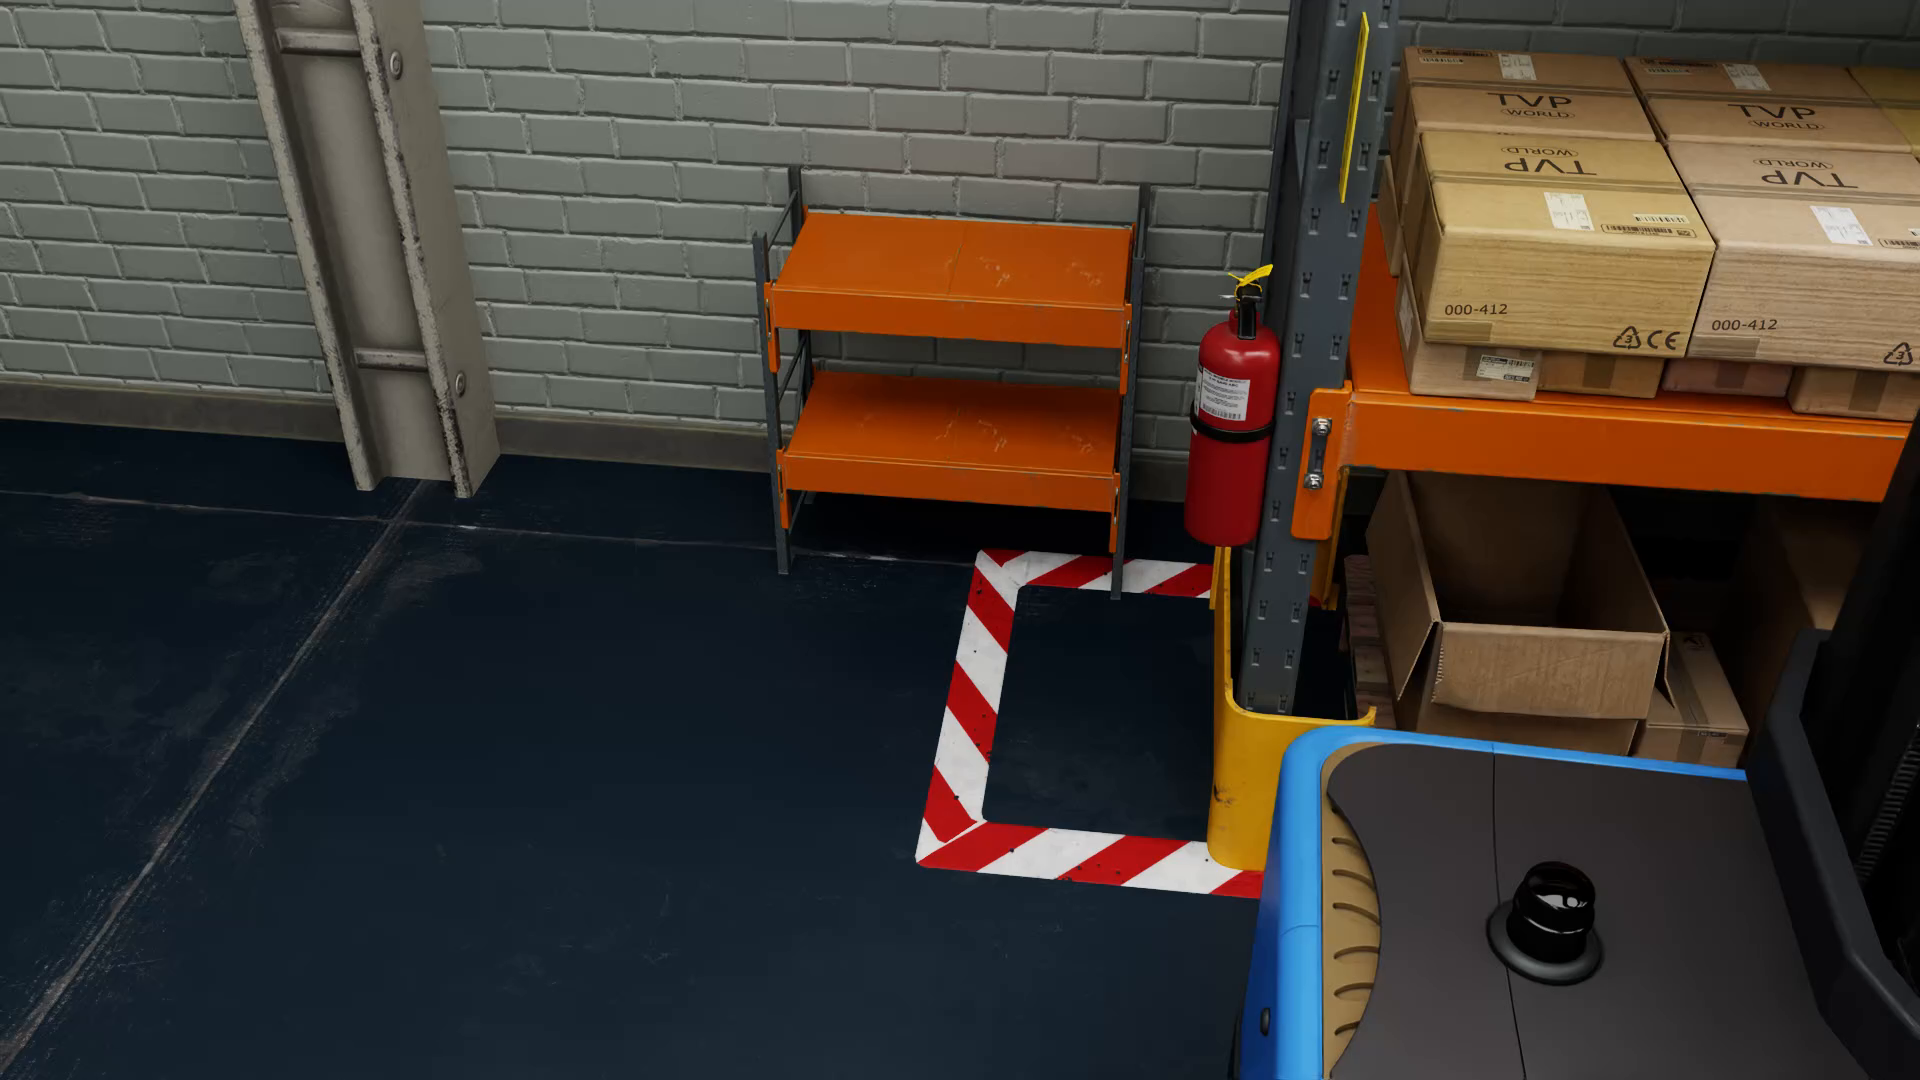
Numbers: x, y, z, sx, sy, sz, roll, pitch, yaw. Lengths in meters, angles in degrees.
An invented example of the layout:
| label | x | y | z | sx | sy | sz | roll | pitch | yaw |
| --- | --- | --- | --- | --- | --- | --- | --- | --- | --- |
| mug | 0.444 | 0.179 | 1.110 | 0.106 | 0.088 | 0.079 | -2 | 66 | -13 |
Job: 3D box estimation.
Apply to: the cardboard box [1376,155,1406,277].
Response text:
| label | x | y | z | sx | sy | sz | roll | pitch | yaw |
| --- | --- | --- | --- | --- | --- | --- | --- | --- | --- |
| cardboard box | 1.145 | -0.770 | 3.964 | 0.250 | 0.149 | 0.380 | 4 | 36 | 5 |

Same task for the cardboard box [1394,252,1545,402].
| label | x | y | z | sx | sy | sz | roll | pitch | yaw |
| --- | --- | --- | --- | --- | --- | --- | --- | --- | --- |
| cardboard box | 1.073 | -0.458 | 3.526 | 0.250 | 0.149 | 0.380 | 4 | 36 | 6 |

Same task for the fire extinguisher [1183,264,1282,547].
| label | x | y | z | sx | sy | sz | roll | pitch | yaw |
| --- | --- | --- | --- | --- | --- | --- | --- | --- | --- |
| fire extinguisher | 0.578 | -0.304 | 3.481 | 0.183 | 0.674 | 0.296 | 4 | 36 | 6 |

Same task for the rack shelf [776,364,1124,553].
| label | x | y | z | sx | sy | sz | roll | pitch | yaw |
| --- | --- | --- | --- | --- | --- | --- | --- | --- | --- |
| rack shelf | -0.006 | -0.259 | 5.065 | 1.000 | 0.278 | 0.538 | 4 | 36 | 6 |

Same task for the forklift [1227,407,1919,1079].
| label | x | y | z | sx | sy | sz | roll | pitch | yaw |
| --- | --- | --- | --- | --- | --- | --- | --- | --- | --- |
| forklift | 1.979 | 0.419 | 2.139 | 3.031 | 2.935 | 1.130 | 6 | 36 | 8 |

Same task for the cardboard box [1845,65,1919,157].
| label | x | y | z | sx | sy | sz | roll | pitch | yaw |
| --- | --- | --- | --- | --- | --- | --- | --- | --- | --- |
| cardboard box | 2.274 | -0.843 | 3.722 | 0.500 | 0.250 | 0.500 | 5 | 36 | 7 |

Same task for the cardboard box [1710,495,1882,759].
| label | x | y | z | sx | sy | sz | roll | pitch | yaw |
| --- | --- | --- | --- | --- | --- | --- | --- | --- | --- |
| cardboard box | 2.220 | 0.290 | 4.052 | 0.500 | 0.500 | 0.700 | 6 | 36 | 8 |

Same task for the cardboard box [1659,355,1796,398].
| label | x | y | z | sx | sy | sz | roll | pitch | yaw |
| --- | --- | --- | --- | --- | --- | --- | --- | --- | --- |
| cardboard box | 1.597 | -0.466 | 3.537 | 0.250 | 0.149 | 0.380 | 4 | 36 | 5 |

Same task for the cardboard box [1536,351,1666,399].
| label | x | y | z | sx | sy | sz | roll | pitch | yaw |
| --- | --- | --- | --- | --- | --- | --- | --- | --- | --- |
| cardboard box | 1.332 | -0.466 | 3.537 | 0.250 | 0.149 | 0.380 | 5 | 36 | 7 |

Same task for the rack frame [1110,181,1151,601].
| label | x | y | z | sx | sy | sz | roll | pitch | yaw |
| --- | --- | --- | --- | --- | --- | --- | --- | --- | --- |
| rack frame | 0.498 | -0.421 | 4.871 | 0.032 | 1.125 | 0.500 | 4 | 36 | 6 |

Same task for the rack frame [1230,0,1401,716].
| label | x | y | z | sx | sy | sz | roll | pitch | yaw |
| --- | --- | --- | --- | --- | --- | --- | --- | --- | --- |
| rack frame | 0.782 | -0.743 | 3.708 | 0.127 | 3.000 | 1.000 | 4 | 36 | 6 |

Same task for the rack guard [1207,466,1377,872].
| label | x | y | z | sx | sy | sz | roll | pitch | yaw |
| --- | --- | --- | --- | --- | --- | --- | --- | --- | --- |
| rack guard | 0.858 | 0.281 | 4.427 | 0.348 | 0.500 | 1.175 | 4 | 36 | 6 |

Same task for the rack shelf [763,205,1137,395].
| label | x | y | z | sx | sy | sz | roll | pitch | yaw |
| --- | --- | --- | --- | --- | --- | --- | --- | --- | --- |
| rack shelf | -0.006 | -0.696 | 4.753 | 1.000 | 0.278 | 0.538 | 4 | 36 | 6 |

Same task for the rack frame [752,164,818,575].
| label | x | y | z | sx | sy | sz | roll | pitch | yaw |
| --- | --- | --- | --- | --- | --- | --- | --- | --- | --- |
| rack frame | -0.511 | -0.494 | 4.975 | 0.032 | 1.125 | 0.500 | 4 | 36 | 6 |

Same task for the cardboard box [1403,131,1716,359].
| label | x | y | z | sx | sy | sz | roll | pitch | yaw |
| --- | --- | --- | --- | --- | --- | --- | --- | --- | --- |
| cardboard box | 1.198 | -0.614 | 3.401 | 0.500 | 0.250 | 0.500 | 4 | 36 | 6 |

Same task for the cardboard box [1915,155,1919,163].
| label | x | y | z | sx | sy | sz | roll | pitch | yaw |
| --- | --- | --- | --- | --- | --- | --- | --- | --- | --- |
| cardboard box | 2.201 | -0.541 | 3.299 | 0.500 | 0.250 | 0.500 | 4 | 36 | 5 |

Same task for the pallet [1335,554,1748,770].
| label | x | y | z | sx | sy | sz | roll | pitch | yaw |
| --- | --- | --- | --- | --- | --- | --- | --- | --- | --- |
| pallet | 1.649 | 0.457 | 4.429 | 1.213 | 0.211 | 1.003 | 4 | 36 | 6 |

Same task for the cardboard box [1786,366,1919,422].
| label | x | y | z | sx | sy | sz | roll | pitch | yaw |
| --- | --- | --- | --- | --- | --- | --- | --- | --- | --- |
| cardboard box | 1.840 | -0.412 | 3.462 | 0.250 | 0.149 | 0.380 | 5 | 36 | 7 |

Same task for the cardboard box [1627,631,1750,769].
| label | x | y | z | sx | sy | sz | roll | pitch | yaw |
| --- | --- | --- | --- | --- | --- | --- | --- | --- | --- |
| cardboard box | 1.793 | 0.401 | 4.199 | 0.250 | 0.149 | 0.380 | 3 | 36 | 4 |

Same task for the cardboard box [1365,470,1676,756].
| label | x | y | z | sx | sy | sz | roll | pitch | yaw |
| --- | --- | --- | --- | --- | --- | --- | --- | --- | --- |
| cardboard box | 1.377 | 0.203 | 4.172 | 0.637 | 0.503 | 0.797 | 3 | 36 | 4 |

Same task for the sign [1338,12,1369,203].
| label | x | y | z | sx | sy | sz | roll | pitch | yaw |
| --- | --- | --- | --- | --- | --- | --- | --- | --- | --- |
| sign | 0.713 | -0.782 | 3.019 | 0.005 | 0.325 | 0.100 | 4 | 36 | 6 |

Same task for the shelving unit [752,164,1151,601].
| label | x | y | z | sx | sy | sz | roll | pitch | yaw |
| --- | --- | --- | --- | --- | --- | --- | --- | --- | --- |
| shelving unit | -0.006 | -0.458 | 4.923 | 1.048 | 1.125 | 0.538 | 4 | 36 | 6 |

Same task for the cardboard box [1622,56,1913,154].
| label | x | y | z | sx | sy | sz | roll | pitch | yaw |
| --- | --- | --- | --- | --- | --- | --- | --- | --- | --- |
| cardboard box | 1.784 | -0.883 | 3.778 | 0.500 | 0.250 | 0.500 | 4 | 36 | 6 |

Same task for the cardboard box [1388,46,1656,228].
| label | x | y | z | sx | sy | sz | roll | pitch | yaw |
| --- | --- | --- | --- | --- | --- | --- | --- | --- | --- |
| cardboard box | 1.272 | -0.921 | 3.832 | 0.500 | 0.250 | 0.500 | 5 | 36 | 7 |

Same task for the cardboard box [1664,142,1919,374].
| label | x | y | z | sx | sy | sz | roll | pitch | yaw |
| --- | --- | --- | --- | --- | --- | --- | --- | --- | --- |
| cardboard box | 1.698 | -0.577 | 3.349 | 0.500 | 0.250 | 0.500 | 5 | 36 | 6 |

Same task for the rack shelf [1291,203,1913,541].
| label | x | y | z | sx | sy | sz | roll | pitch | yaw |
| --- | --- | --- | --- | --- | --- | --- | --- | --- | --- |
| rack shelf | 2.766 | -0.302 | 3.710 | 4.000 | 0.370 | 1.077 | 4 | 36 | 6 |
